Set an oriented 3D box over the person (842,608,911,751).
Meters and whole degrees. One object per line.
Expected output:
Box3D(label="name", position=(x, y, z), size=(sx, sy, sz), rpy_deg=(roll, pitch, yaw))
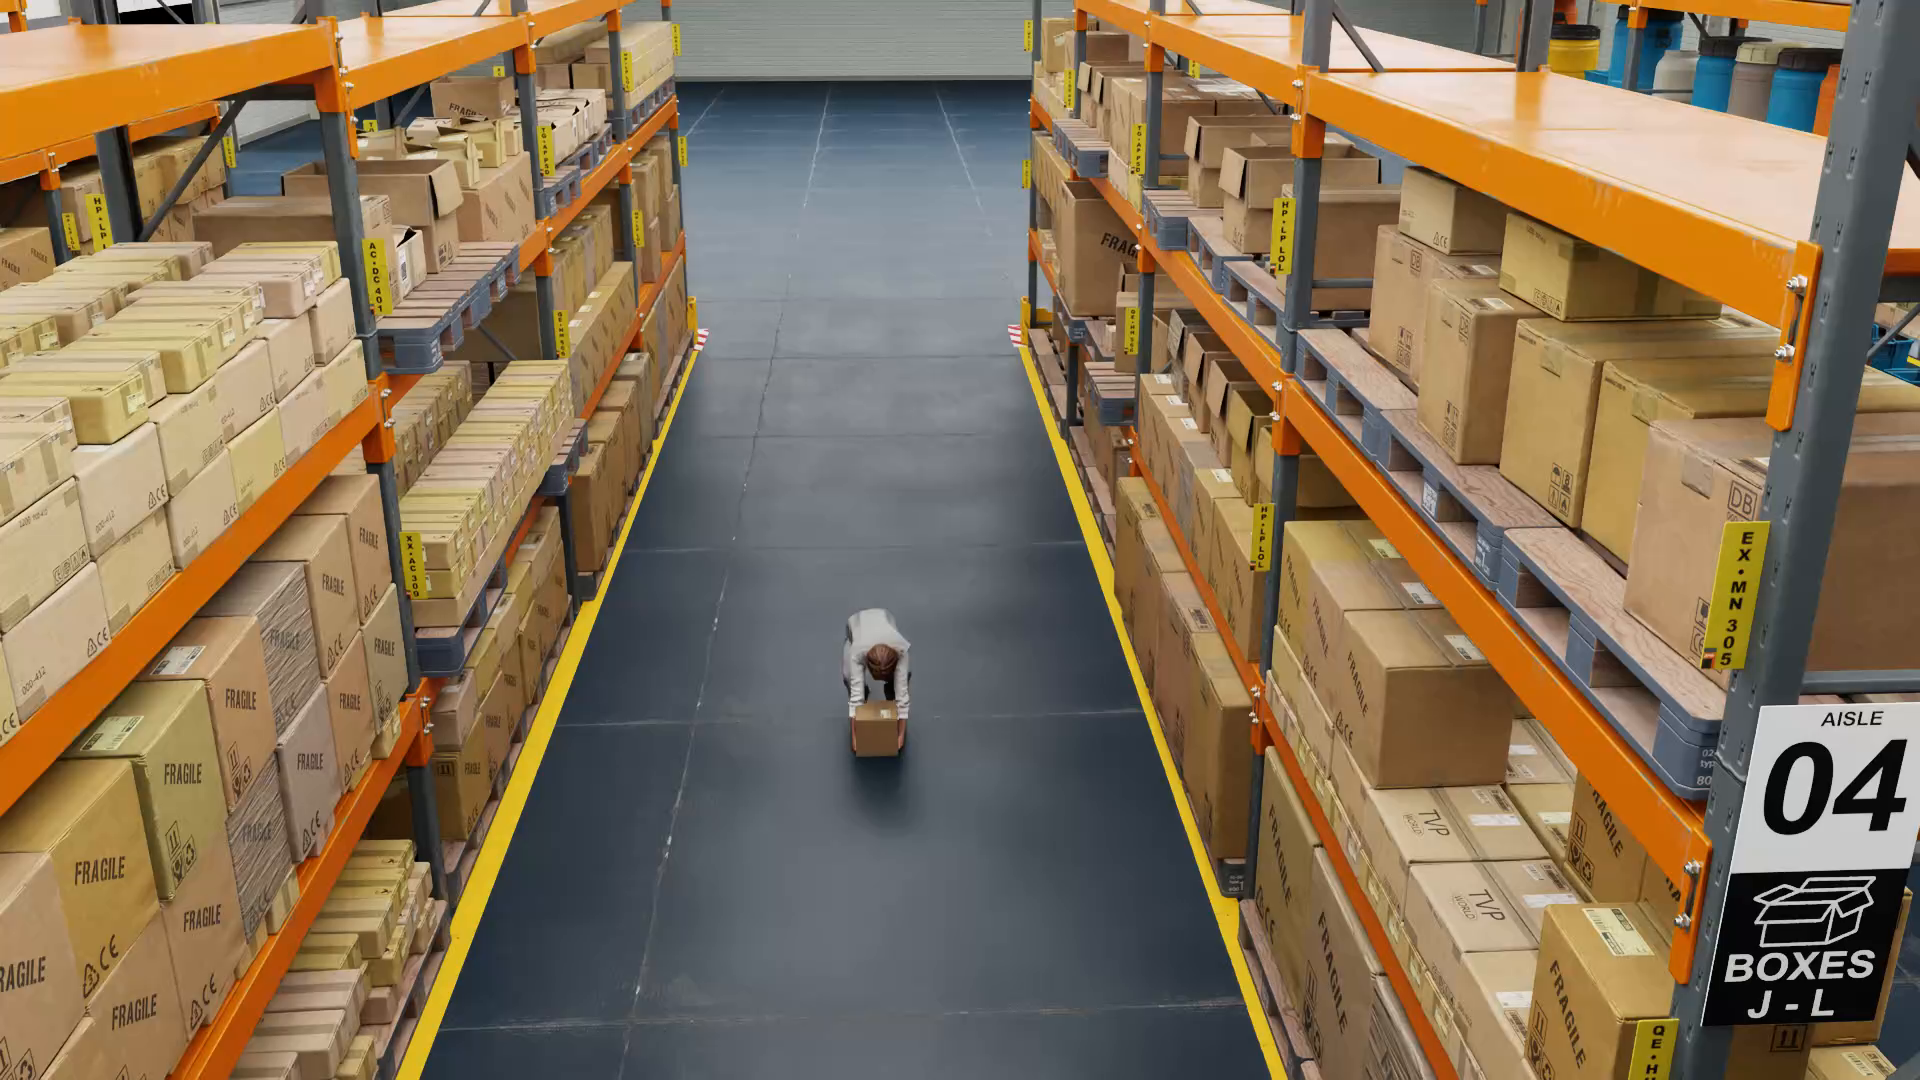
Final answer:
Box3D(label="person", position=(-0.512, 0.830, 10.220), size=(0.421, 0.715, 0.869), rpy_deg=(-2, 21, -4))
